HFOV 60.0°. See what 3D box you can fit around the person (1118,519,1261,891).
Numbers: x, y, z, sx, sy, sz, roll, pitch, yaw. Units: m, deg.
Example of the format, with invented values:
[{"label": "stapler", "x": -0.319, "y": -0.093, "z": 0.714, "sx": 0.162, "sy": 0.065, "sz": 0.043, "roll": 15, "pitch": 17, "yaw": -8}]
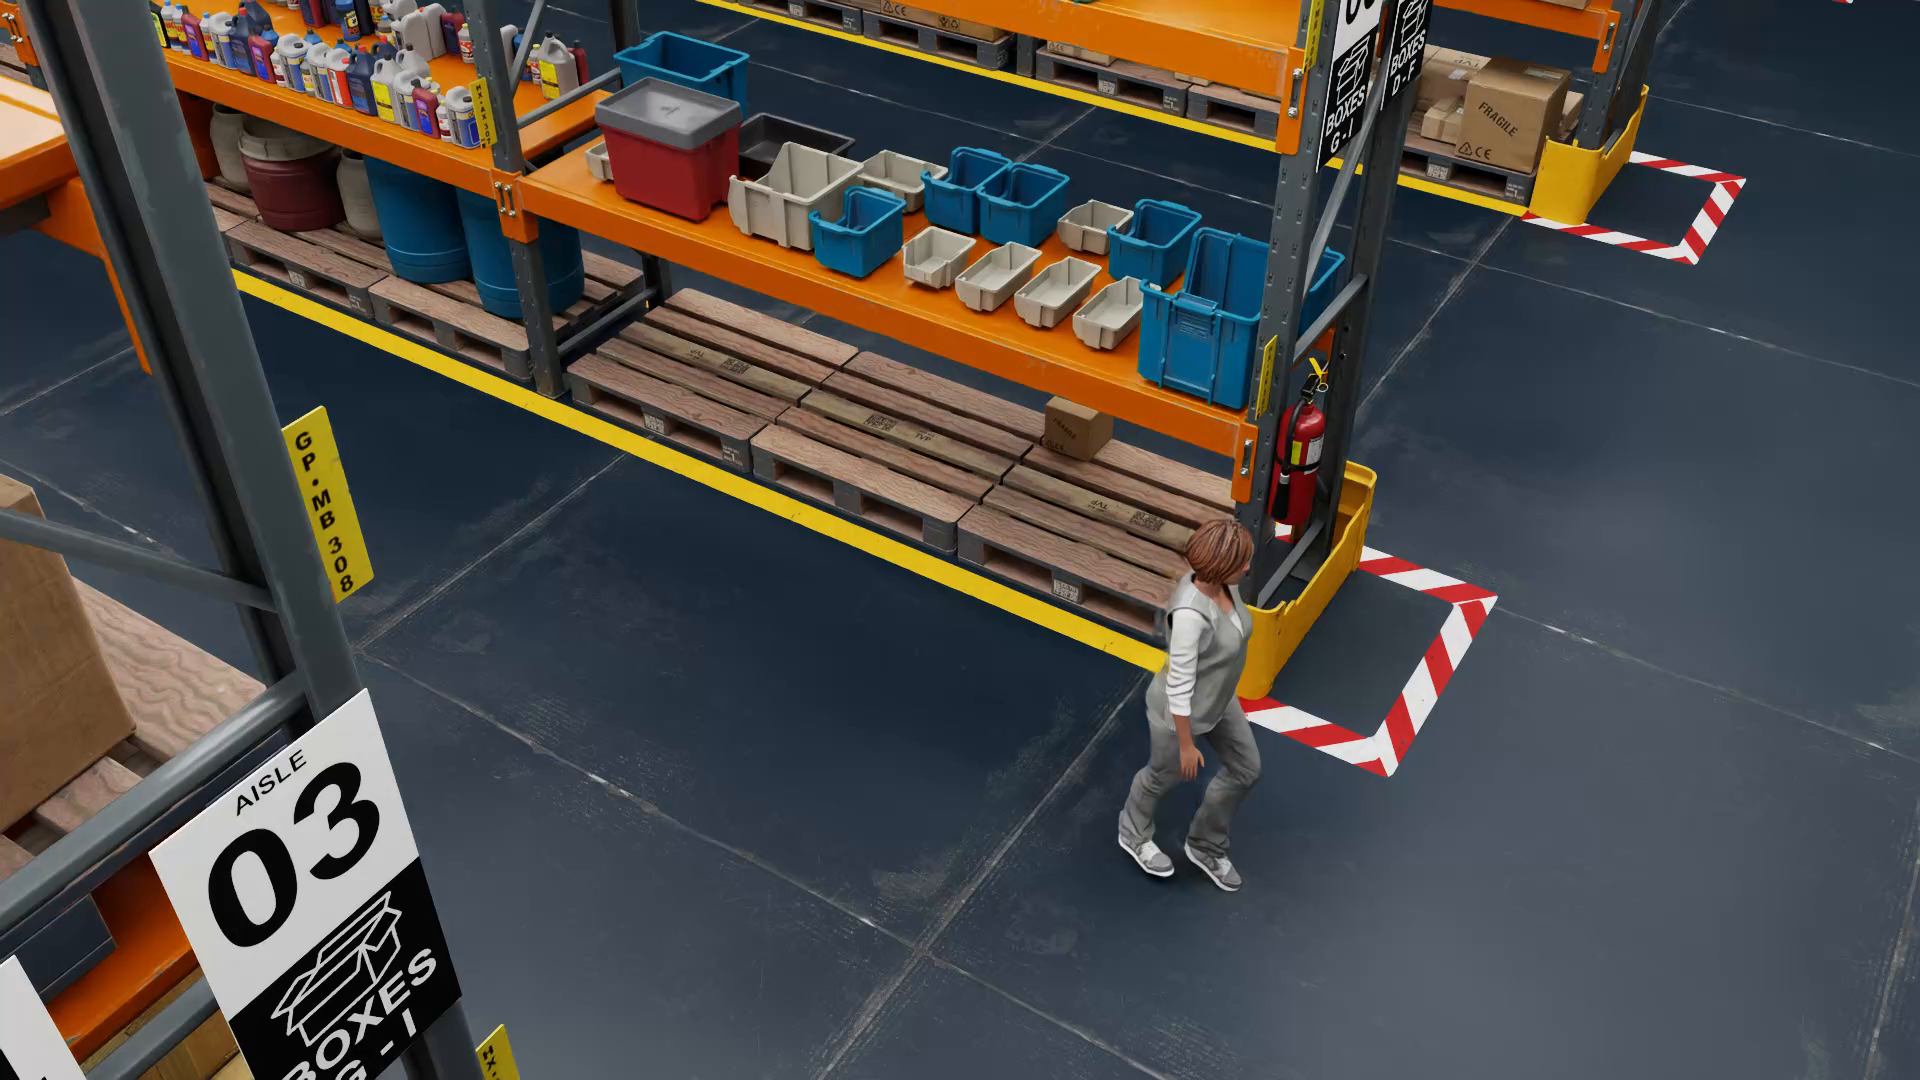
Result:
[{"label": "person", "x": 0.844, "y": 0.627, "z": 5.919, "sx": 0.507, "sy": 1.615, "sz": 0.482, "roll": 25, "pitch": 45, "yaw": 27}]
